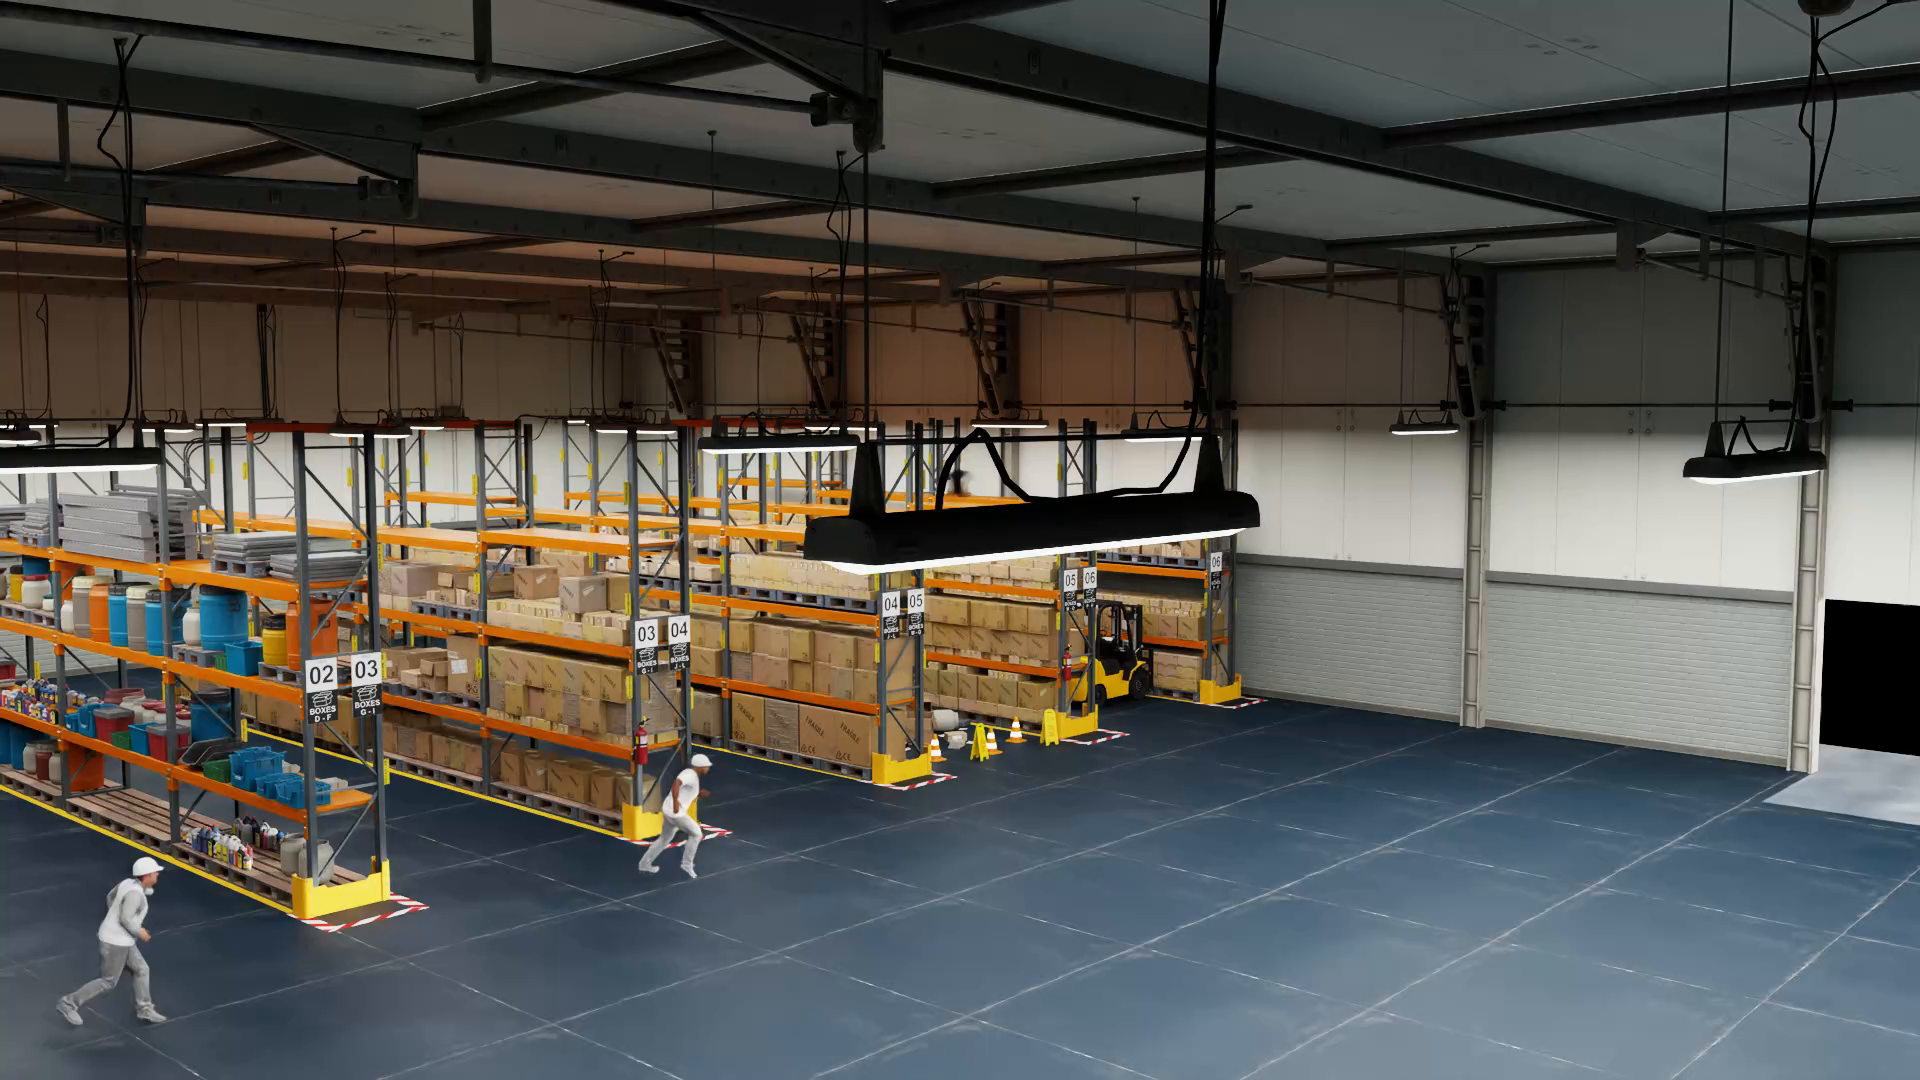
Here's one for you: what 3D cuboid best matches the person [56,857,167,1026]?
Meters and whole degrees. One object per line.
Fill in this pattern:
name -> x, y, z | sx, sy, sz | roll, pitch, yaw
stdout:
person -> -8.615, 4.120, 16.869 | 1.028, 1.734, 0.687 | -3, 6, -33

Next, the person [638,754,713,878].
person -> -3.794, 3.720, 22.193 | 1.007, 1.701, 0.753 | -1, 5, -13
